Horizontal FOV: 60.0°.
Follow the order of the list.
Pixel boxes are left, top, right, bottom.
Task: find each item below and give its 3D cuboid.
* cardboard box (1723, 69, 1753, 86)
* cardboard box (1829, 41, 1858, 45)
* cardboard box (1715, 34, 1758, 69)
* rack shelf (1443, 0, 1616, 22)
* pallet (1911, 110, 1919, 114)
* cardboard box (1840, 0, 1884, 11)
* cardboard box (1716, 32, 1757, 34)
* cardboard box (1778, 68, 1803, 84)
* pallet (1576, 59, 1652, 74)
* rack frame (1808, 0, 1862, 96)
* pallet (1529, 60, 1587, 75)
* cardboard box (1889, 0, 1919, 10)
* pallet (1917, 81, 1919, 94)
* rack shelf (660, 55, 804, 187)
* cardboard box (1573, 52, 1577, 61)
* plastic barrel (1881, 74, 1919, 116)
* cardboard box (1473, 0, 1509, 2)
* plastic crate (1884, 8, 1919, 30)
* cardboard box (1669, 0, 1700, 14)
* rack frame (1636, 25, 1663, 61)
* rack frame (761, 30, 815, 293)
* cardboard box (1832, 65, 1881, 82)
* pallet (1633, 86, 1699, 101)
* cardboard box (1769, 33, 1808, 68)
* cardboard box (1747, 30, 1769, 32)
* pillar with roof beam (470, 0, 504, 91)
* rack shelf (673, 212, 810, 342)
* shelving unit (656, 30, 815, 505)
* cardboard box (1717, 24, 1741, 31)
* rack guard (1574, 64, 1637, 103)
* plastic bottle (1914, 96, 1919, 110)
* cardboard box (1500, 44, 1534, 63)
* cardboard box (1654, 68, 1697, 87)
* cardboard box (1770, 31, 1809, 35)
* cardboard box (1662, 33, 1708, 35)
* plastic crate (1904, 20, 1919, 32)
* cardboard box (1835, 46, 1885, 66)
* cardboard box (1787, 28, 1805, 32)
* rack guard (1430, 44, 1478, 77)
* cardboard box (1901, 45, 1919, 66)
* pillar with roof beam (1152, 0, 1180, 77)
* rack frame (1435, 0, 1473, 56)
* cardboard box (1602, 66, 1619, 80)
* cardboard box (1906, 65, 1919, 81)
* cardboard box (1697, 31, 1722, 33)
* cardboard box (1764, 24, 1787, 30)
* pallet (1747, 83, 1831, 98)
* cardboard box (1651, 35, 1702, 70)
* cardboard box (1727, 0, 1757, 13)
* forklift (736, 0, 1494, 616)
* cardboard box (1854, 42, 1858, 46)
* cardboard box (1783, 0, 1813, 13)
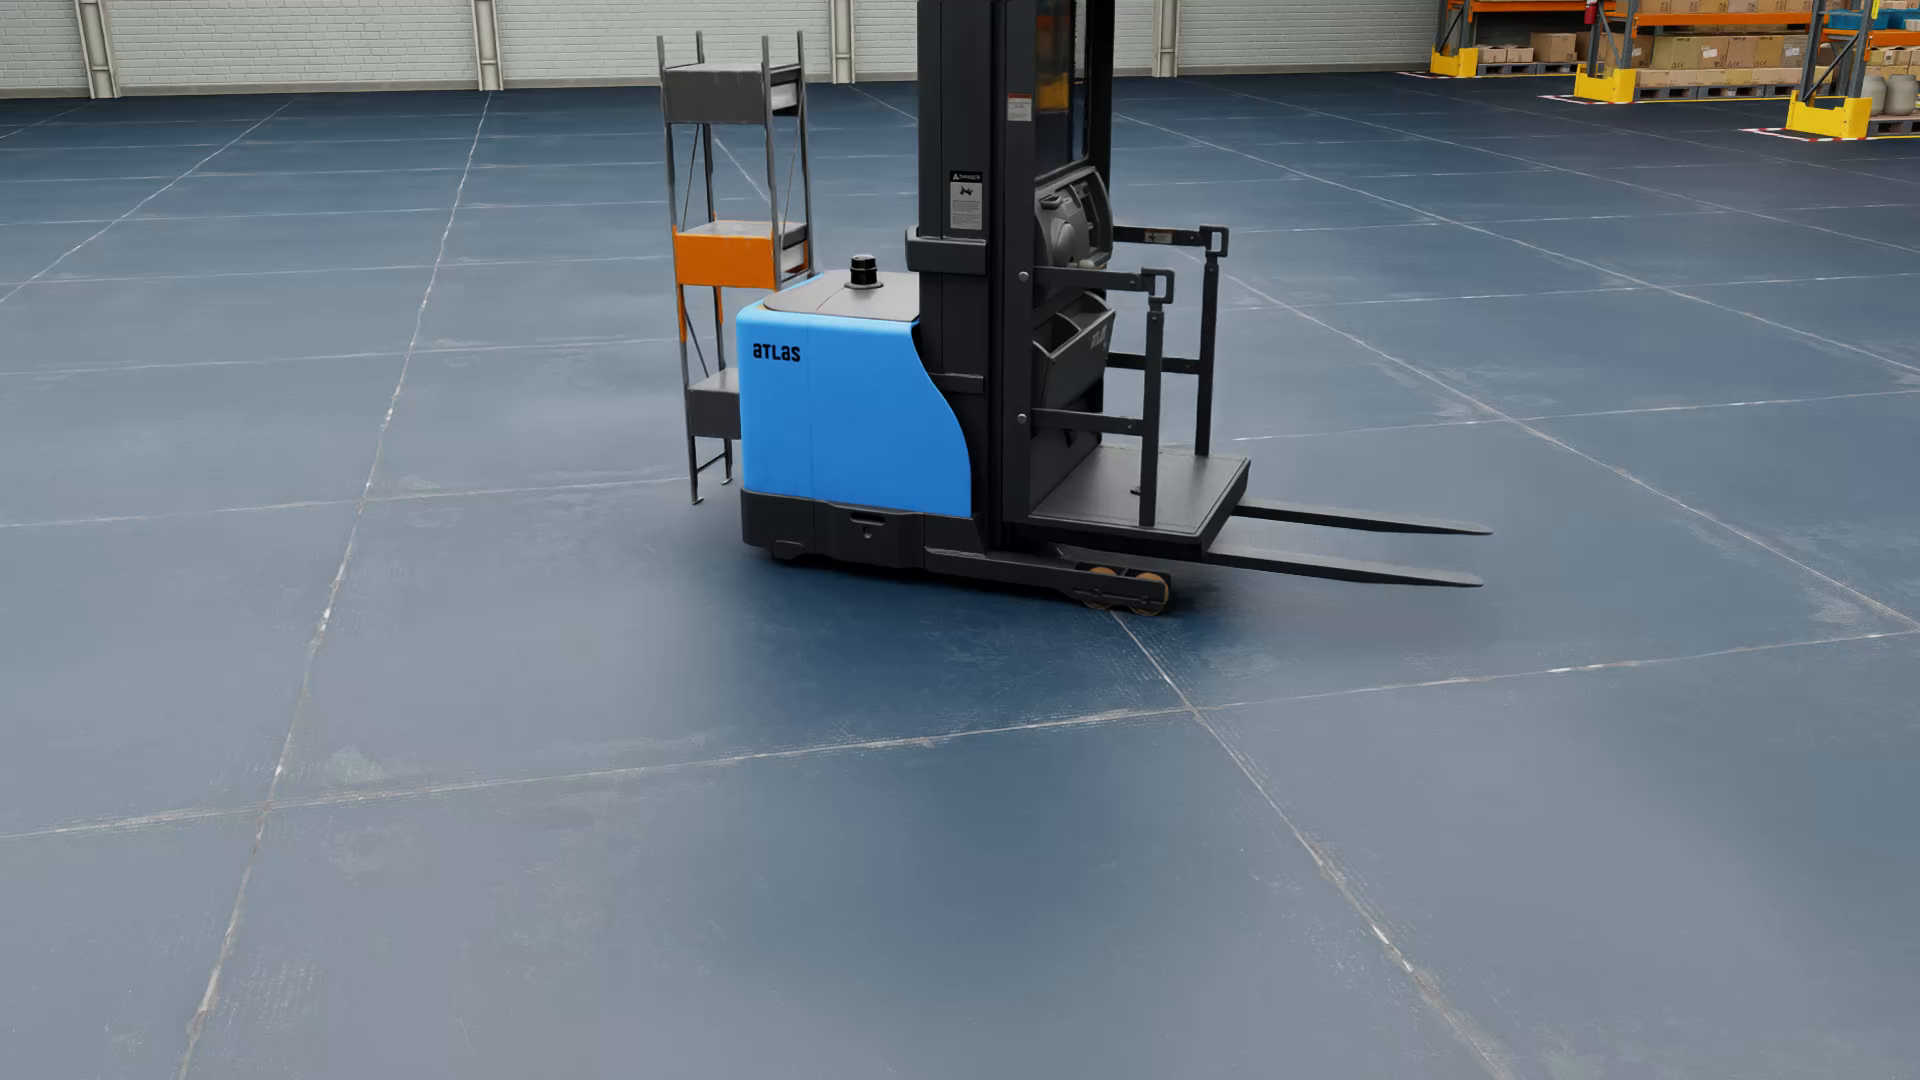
[{"bbox_3d":[12.299,-7.433,26.633,0.500,0.250,0.500,-5,21,-12],"label":"cardboard box"},{"bbox_3d":[17.654,-9.934,32.588,0.750,0.750,0.750,-5,21,-13],"label":"cardboard box"},{"bbox_3d":[12.299,-7.785,26.503,0.500,0.500,0.500,-5,21,-12],"label":"cardboard box"},{"bbox_3d":[11.069,-9.919,31.078,4.000,0.370,1.077,-5,21,-12],"label":"rack shelf"},{"bbox_3d":[13.442,-5.653,22.440,1.213,0.211,1.003,-5,21,-12],"label":"pallet"},{"bbox_3d":[14.628,-8.741,27.033,0.500,0.250,0.500,-3,20,-9],"label":"cardboard box"},{"bbox_3d":[12.662,-8.005,27.102,0.500,0.500,0.500,-5,21,-12],"label":"cardboard box"},{"bbox_3d":[13.269,-7.518,26.863,0.500,0.250,0.500,-5,21,-12],"label":"cardboard box"},{"bbox_3d":[12.370,-9.041,31.689,1.213,0.211,1.003,-5,21,-12],"label":"pallet"},{"bbox_3d":[14.159,-8.758,26.861,0.127,3.000,1.000,-5,21,-12],"label":"rack frame"},{"bbox_3d":[11.180,-8.943,31.422,1.213,0.211,1.003,-5,21,-12],"label":"pallet"},{"bbox_3d":[15.423,-8.902,27.109,0.500,0.500,0.500,-3,20,-9],"label":"cardboard box"},{"bbox_3d":[16.056,-7.617,27.802,1.213,0.211,1.003,-5,21,-12],"label":"pallet"},{"bbox_3d":[-0.980,-1.840,7.277,0.480,0.518,0.431,5,21,18],"label":"rack shelf"},{"bbox_3d":[11.454,-9.164,31.474,0.250,0.149,0.380,-6,21,-17],"label":"cardboard box"},{"bbox_3d":[12.513,-5.929,22.146,0.421,0.512,0.421,0,20,0],"label":"plastic barrel"},{"bbox_3d":[9.670,-9.970,30.360,0.500,0.250,0.500,-5,21,-14],"label":"cardboard box"},{"bbox_3d":[12.454,-6.902,22.012,0.408,0.251,0.499,-5,21,-12],"label":"plastic crate"},{"bbox_3d":[11.233,-8.564,26.187,0.500,0.500,0.700,-4,21,-11],"label":"cardboard box"},{"bbox_3d":[13.015,-10.415,31.387,0.127,3.000,1.000,-5,21,-12],"label":"rack frame"},{"bbox_3d":[-0.736,-1.172,7.435,0.015,2.100,0.400,5,21,18],"label":"rack frame"},{"bbox_3d":[14.608,-7.613,27.123,0.500,0.250,0.500,-5,21,-14],"label":"cardboard box"},{"bbox_3d":[11.001,-7.206,26.680,1.213,0.211,1.003,-5,21,-12],"label":"pallet"},{"bbox_3d":[13.268,-7.870,26.735,0.500,0.500,0.500,-5,21,-12],"label":"cardboard box"},{"bbox_3d":[15.214,-9.640,32.264,0.500,0.500,0.700,-5,21,-13],"label":"cardboard box"},{"bbox_3d":[-6.922,-10.395,22.609,0.400,9.000,9.100,-5,21,-12],"label":"pillar with roof beam"},{"bbox_3d":[-0.968,-1.182,7.514,0.480,0.518,0.431,5,21,18],"label":"rack shelf"},{"bbox_3d":[-0.968,-1.195,7.509,0.503,2.100,0.431,5,21,18],"label":"shelving unit"},{"bbox_3d":[14.661,-9.943,32.001,0.500,0.250,0.500,-5,21,-14],"label":"cardboard box"},{"bbox_3d":[10.243,-7.265,26.422,0.348,0.500,1.175,-5,21,-12],"label":"rack guard"},{"bbox_3d":[13.089,-5.967,22.673,0.097,0.201,0.097,0,20,0],"label":"plastic bottle"},{"bbox_3d":[10.371,-9.113,31.100,0.500,0.311,0.500,-3,20,-8],"label":"cardboard box"},{"bbox_3d":[11.325,-7.356,26.421,0.500,0.250,0.500,-5,21,-12],"label":"cardboard box"},{"bbox_3d":[13.635,-8.084,27.319,0.500,0.500,0.500,-5,21,-12],"label":"cardboard box"},{"bbox_3d":[11.689,-7.925,26.886,0.500,0.500,0.500,-5,21,-12],"label":"cardboard box"},{"bbox_3d":[12.347,-6.622,21.414,0.250,0.136,0.298,-5,21,-12],"label":"plastic crate"},{"bbox_3d":[14.618,-7.876,27.027,0.500,0.311,0.500,-5,21,-12],"label":"cardboard box"},{"bbox_3d":[16.219,-9.690,32.402,0.500,0.500,0.700,-4,21,-12],"label":"cardboard box"},{"bbox_3d":[9.196,-8.931,30.969,0.348,0.500,1.175,-5,21,-12],"label":"rack guard"},{"bbox_3d":[15.610,-7.956,27.243,0.500,0.311,0.500,-5,21,-14],"label":"cardboard box"},{"bbox_3d":[4.756,-11.345,25.202,0.400,9.000,9.100,-5,21,-12],"label":"pillar with roof beam"},{"bbox_3d":[9.123,-10.099,30.523,0.127,3.000,1.000,-5,21,-12],"label":"rack frame"},{"bbox_3d":[10.720,-7.488,26.783,0.500,0.250,0.500,-5,21,-12],"label":"cardboard box"},{"bbox_3d":[15.609,-7.695,27.346,0.500,0.250,0.500,-5,21,-14],"label":"cardboard box"},{"bbox_3d":[14.219,-9.570,32.073,0.500,0.500,0.700,-5,21,-14],"label":"cardboard box"},{"bbox_3d":[15.650,-10.018,32.207,0.500,0.250,0.500,-4,21,-11],"label":"cardboard box"},{"bbox_3d":[13.375,-7.399,27.207,1.213,0.211,1.003,-5,21,-12],"label":"pallet"},{"bbox_3d":[11.325,-7.707,26.291,0.500,0.500,0.500,-5,21,-12],"label":"cardboard box"},{"bbox_3d":[12.229,-8.644,26.406,0.500,0.500,0.700,-4,21,-11],"label":"cardboard box"},{"bbox_3d":[0.642,-1.284,6.558,3.031,2.935,1.130,7,21,19],"label":"forklift"},{"bbox_3d":[14.992,-8.098,27.633,0.500,0.311,0.500,-4,21,-11],"label":"cardboard box"},{"bbox_3d":[13.217,-8.723,26.622,0.500,0.500,0.700,-5,21,-13],"label":"cardboard box"}]
